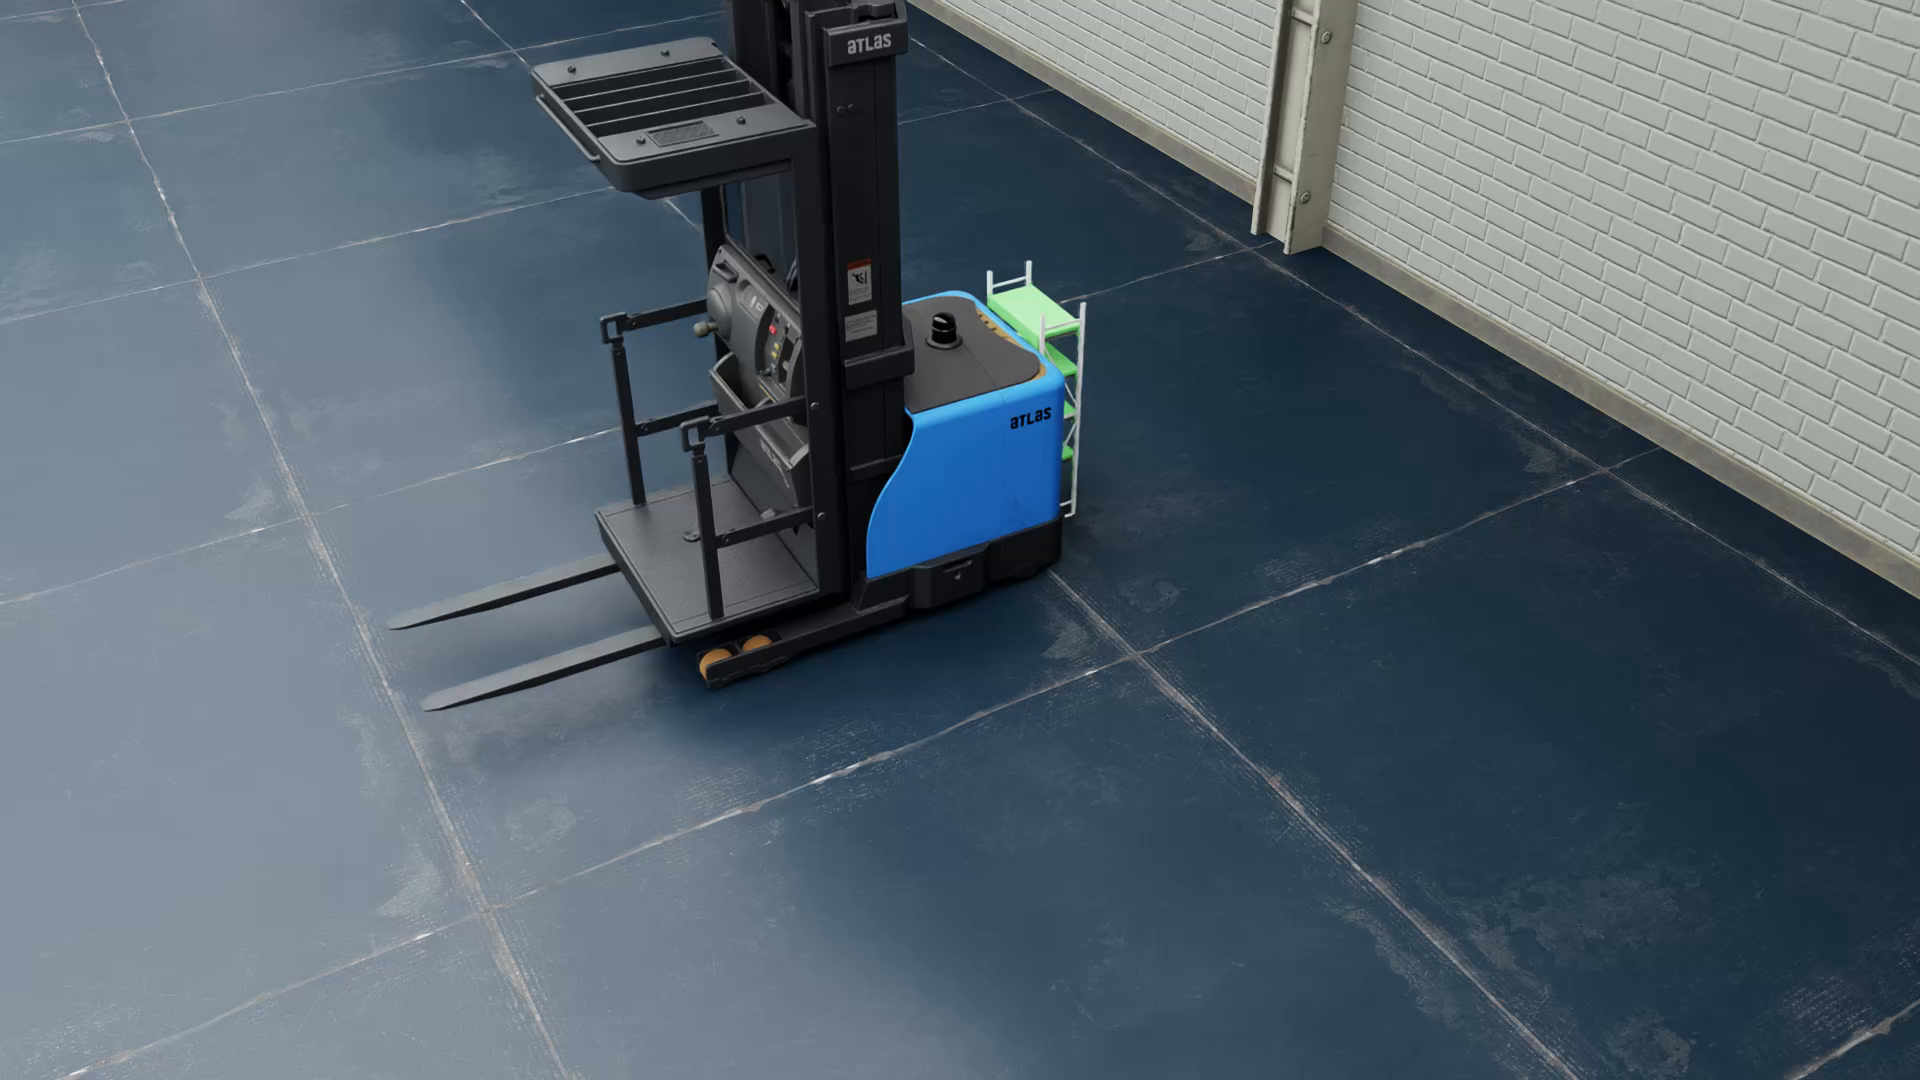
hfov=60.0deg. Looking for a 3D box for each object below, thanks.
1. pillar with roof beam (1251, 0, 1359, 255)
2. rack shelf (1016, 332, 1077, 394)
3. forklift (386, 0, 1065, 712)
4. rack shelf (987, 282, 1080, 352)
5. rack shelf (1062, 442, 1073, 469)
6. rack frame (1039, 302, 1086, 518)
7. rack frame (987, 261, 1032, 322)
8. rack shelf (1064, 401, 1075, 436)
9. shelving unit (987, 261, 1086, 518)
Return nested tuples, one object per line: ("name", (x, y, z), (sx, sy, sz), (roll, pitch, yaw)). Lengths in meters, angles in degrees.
("pillar with roof beam", (-1.561, -4.352, 6.580), (9.100, 9.000, 0.400), (-19, 40, -24))
("rack shelf", (0.358, -0.851, 8.099), (0.258, 0.148, 0.480), (-18, 40, -23))
("forklift", (-1.055, -0.892, 6.986), (3.031, 2.935, 1.130), (-18, 40, -23))
("rack shelf", (0.358, -1.045, 7.958), (0.258, 0.148, 0.480), (-18, 40, -23))
("rack shelf", (0.358, -0.463, 8.383), (0.258, 0.148, 0.480), (-18, 40, -23))
("rack frame", (0.476, -0.583, 8.031), (0.240, 1.200, 0.015), (-18, 40, -23))
("rack frame", (0.240, -0.835, 8.376), (0.240, 1.200, 0.015), (-18, 40, -23))
("rack shelf", (0.358, -0.657, 8.241), (0.258, 0.148, 0.480), (-18, 40, -23))
("shelving unit", (0.358, -0.709, 8.203), (0.258, 1.200, 0.503), (-18, 40, -23))
